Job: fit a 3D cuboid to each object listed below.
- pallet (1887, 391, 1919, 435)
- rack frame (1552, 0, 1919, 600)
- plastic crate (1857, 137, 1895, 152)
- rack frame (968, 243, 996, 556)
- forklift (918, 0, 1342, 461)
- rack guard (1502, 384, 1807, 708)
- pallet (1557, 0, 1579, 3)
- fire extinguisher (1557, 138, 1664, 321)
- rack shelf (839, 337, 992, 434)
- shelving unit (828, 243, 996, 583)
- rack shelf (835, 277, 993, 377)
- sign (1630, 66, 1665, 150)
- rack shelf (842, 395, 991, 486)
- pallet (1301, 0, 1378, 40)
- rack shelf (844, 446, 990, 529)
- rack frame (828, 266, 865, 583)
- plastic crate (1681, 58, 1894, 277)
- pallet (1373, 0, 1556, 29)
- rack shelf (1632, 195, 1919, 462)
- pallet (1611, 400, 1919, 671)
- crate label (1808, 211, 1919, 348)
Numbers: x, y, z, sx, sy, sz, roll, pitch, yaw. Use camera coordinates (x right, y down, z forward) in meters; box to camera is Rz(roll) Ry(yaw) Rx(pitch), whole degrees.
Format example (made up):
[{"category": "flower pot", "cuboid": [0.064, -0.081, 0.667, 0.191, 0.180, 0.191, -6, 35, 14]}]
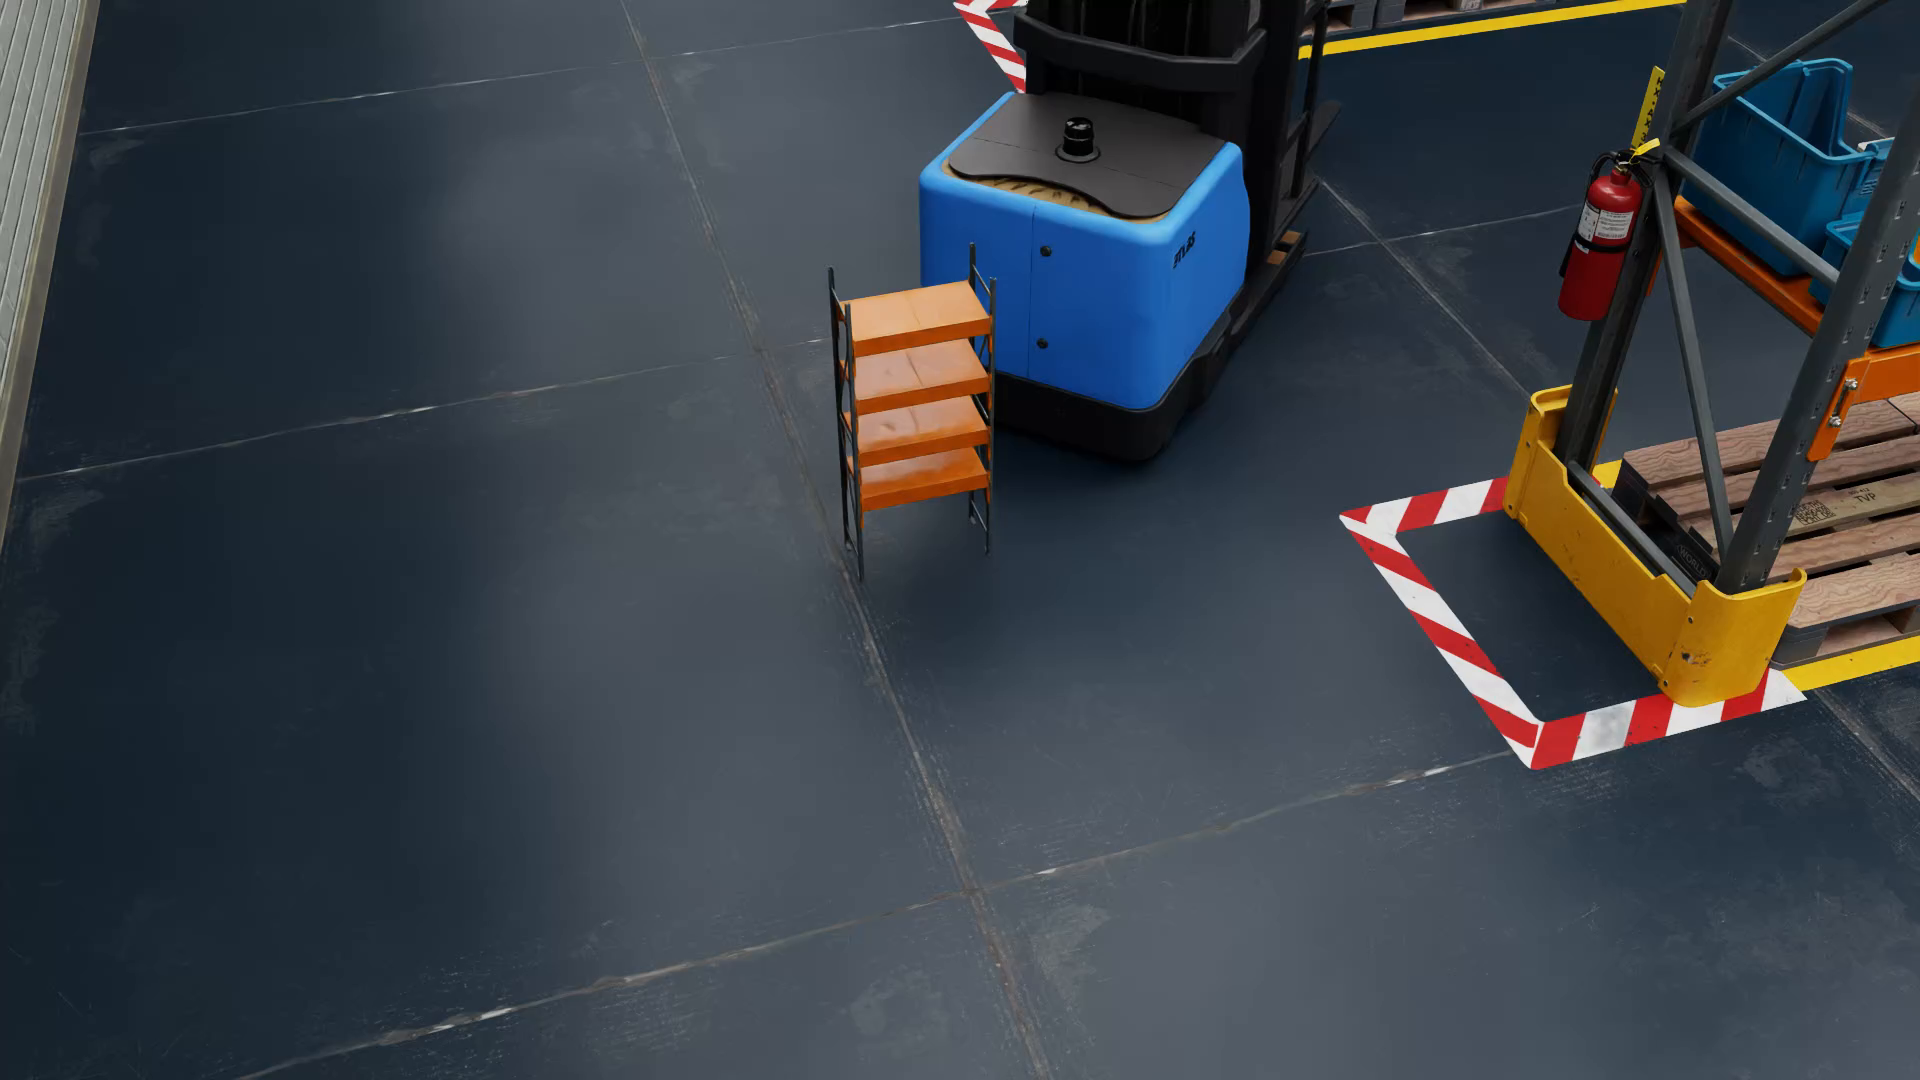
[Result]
[{"category": "pallet", "cuboid": [4.388, -0.294, 6.426, 1.213, 0.211, 1.003, -12, 42, -13]}, {"category": "rack frame", "cuboid": [2.428, -0.967, 5.077, 0.127, 3.000, 1.000, -12, 42, -13]}, {"category": "plastic crate", "cuboid": [3.151, -1.165, 5.459, 0.243, 0.136, 0.396, -12, 42, -13]}, {"category": "rack frame", "cuboid": [0.075, -0.467, 5.873, 0.015, 1.200, 0.240, -12, 42, -13]}, {"category": "forklift", "cuboid": [0.951, -2.377, 6.742, 1.130, 2.935, 3.031, 19, 44, 20]}, {"category": "rack guard", "cuboid": [2.409, -0.013, 5.885, 0.348, 0.500, 1.175, -12, 42, -13]}, {"category": "pallet", "cuboid": [4.007, -3.714, 10.341, 1.213, 0.211, 1.003, -12, 42, -13]}, {"category": "fire extinguisher", "cuboid": [2.148, -1.053, 5.517, 0.183, 0.674, 0.296, -12, 42, -13]}, {"category": "rack shelf", "cuboid": [-0.158, -0.537, 5.715, 0.480, 0.148, 0.258, -12, 42, -13]}, {"category": "shelving unit", "cuboid": [-0.158, -0.419, 5.818, 0.503, 1.200, 0.258, -12, 42, -13]}, {"category": "rack shelf", "cuboid": [-0.158, -0.715, 5.559, 0.480, 0.148, 0.258, -12, 42, -13]}, {"category": "sign", "cuboid": [2.247, -1.370, 5.415, 0.005, 0.325, 0.100, -12, 42, -13]}, {"category": "rack shelf", "cuboid": [-0.158, -0.368, 5.862, 0.480, 0.148, 0.258, -12, 42, -13]}, {"category": "pallet", "cuboid": [1.679, -3.232, 9.789, 1.213, 0.211, 1.003, -12, 42, -13]}, {"category": "rack shelf", "cuboid": [-0.158, -0.219, 5.993, 0.480, 0.148, 0.258, -12, 42, -13]}, {"category": "rack frame", "cuboid": [-0.391, -0.371, 5.763, 0.015, 1.200, 0.240, -12, 42, -13]}, {"category": "plastic crate", "cuboid": [2.691, -1.186, 5.255, 0.499, 0.435, 0.616, -12, 42, -13]}, {"category": "pallet", "cuboid": [2.841, -3.471, 10.062, 1.213, 0.211, 1.003, -12, 42, -13]}, {"category": "rack shelf", "cuboid": [4.336, -1.091, 5.766, 4.000, 0.370, 1.077, -12, 42, -13]}, {"category": "pallet", "cuboid": [3.226, -0.056, 6.153, 1.213, 0.211, 1.003, -12, 42, -13]}, {"category": "crate label", "cuboid": [2.762, -0.769, 4.932, 0.303, 0.233, 0.416, -12, 42, -13]}]
